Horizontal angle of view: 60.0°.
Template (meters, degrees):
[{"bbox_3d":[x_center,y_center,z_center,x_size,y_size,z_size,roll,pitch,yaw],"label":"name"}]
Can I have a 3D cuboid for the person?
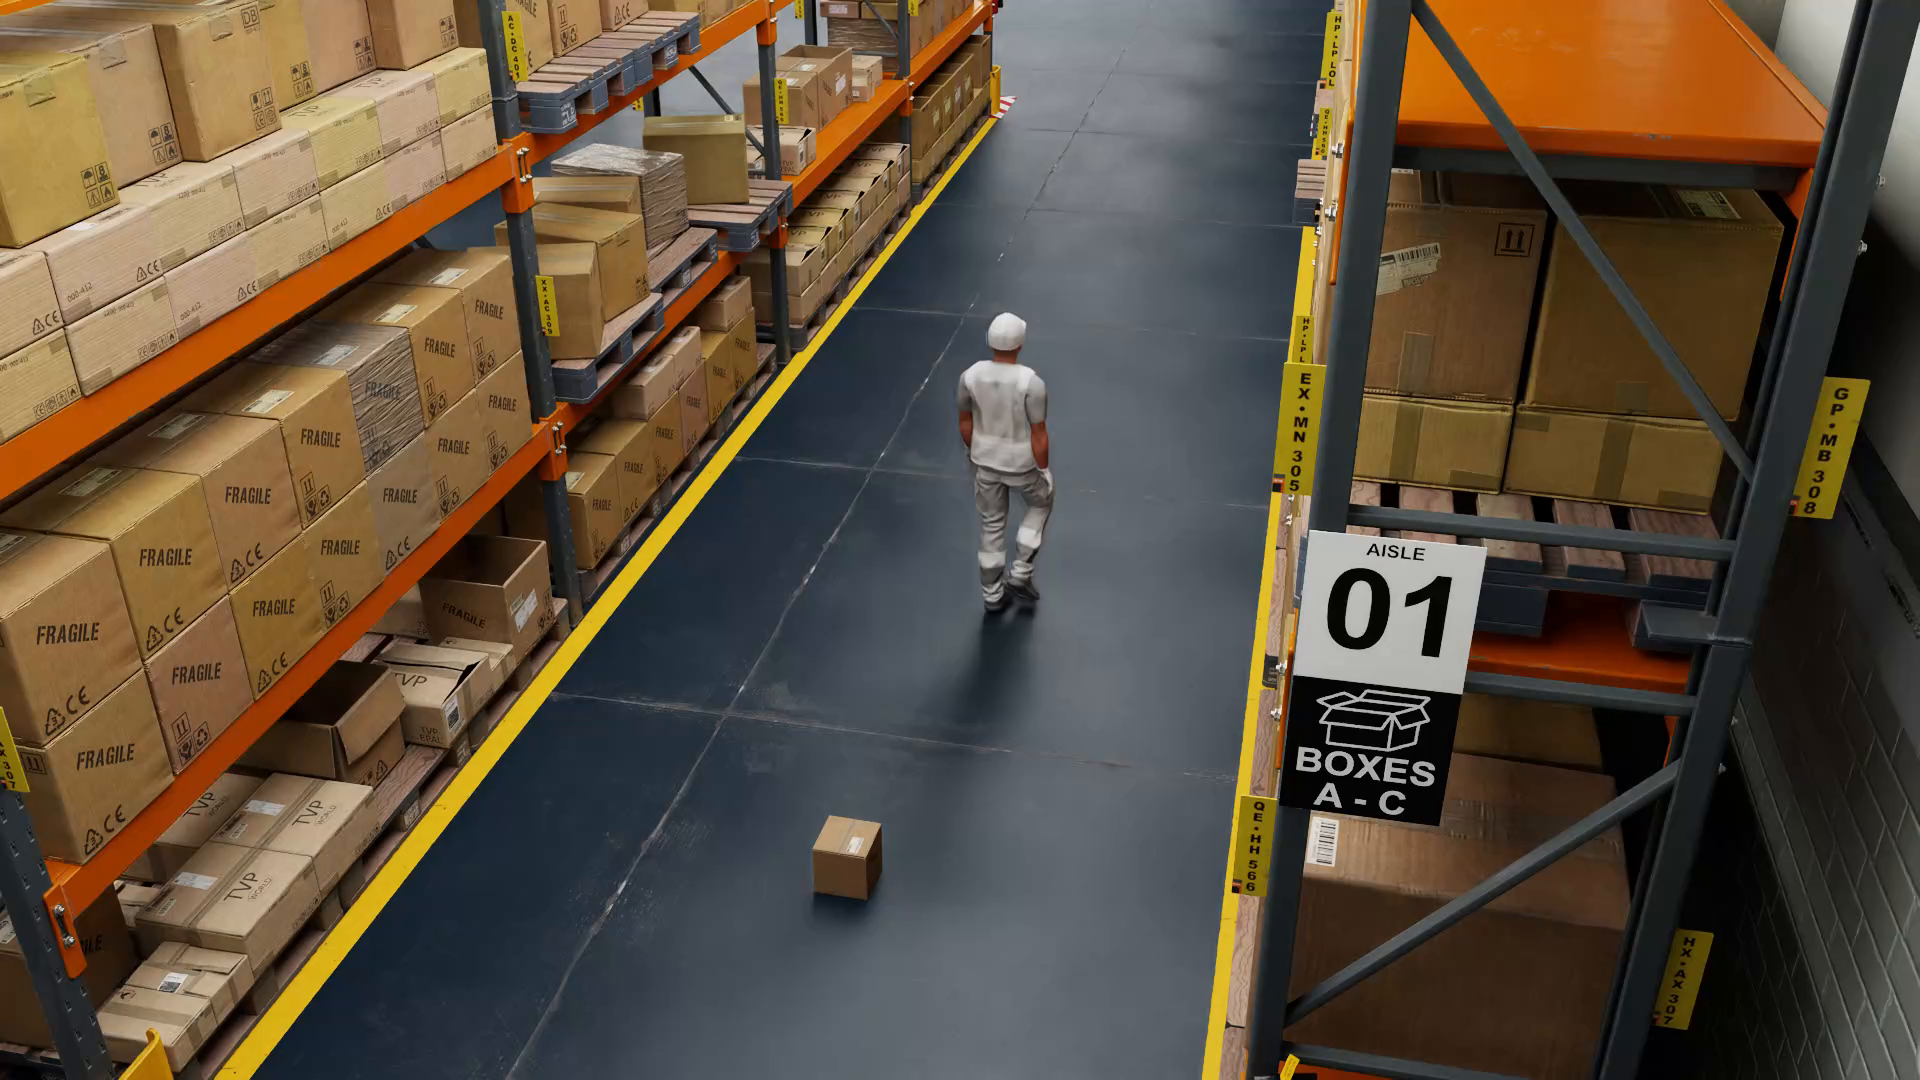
[{"bbox_3d":[0.285,-0.442,9.386,0.584,1.822,0.472,10,30,18],"label":"person"}]
